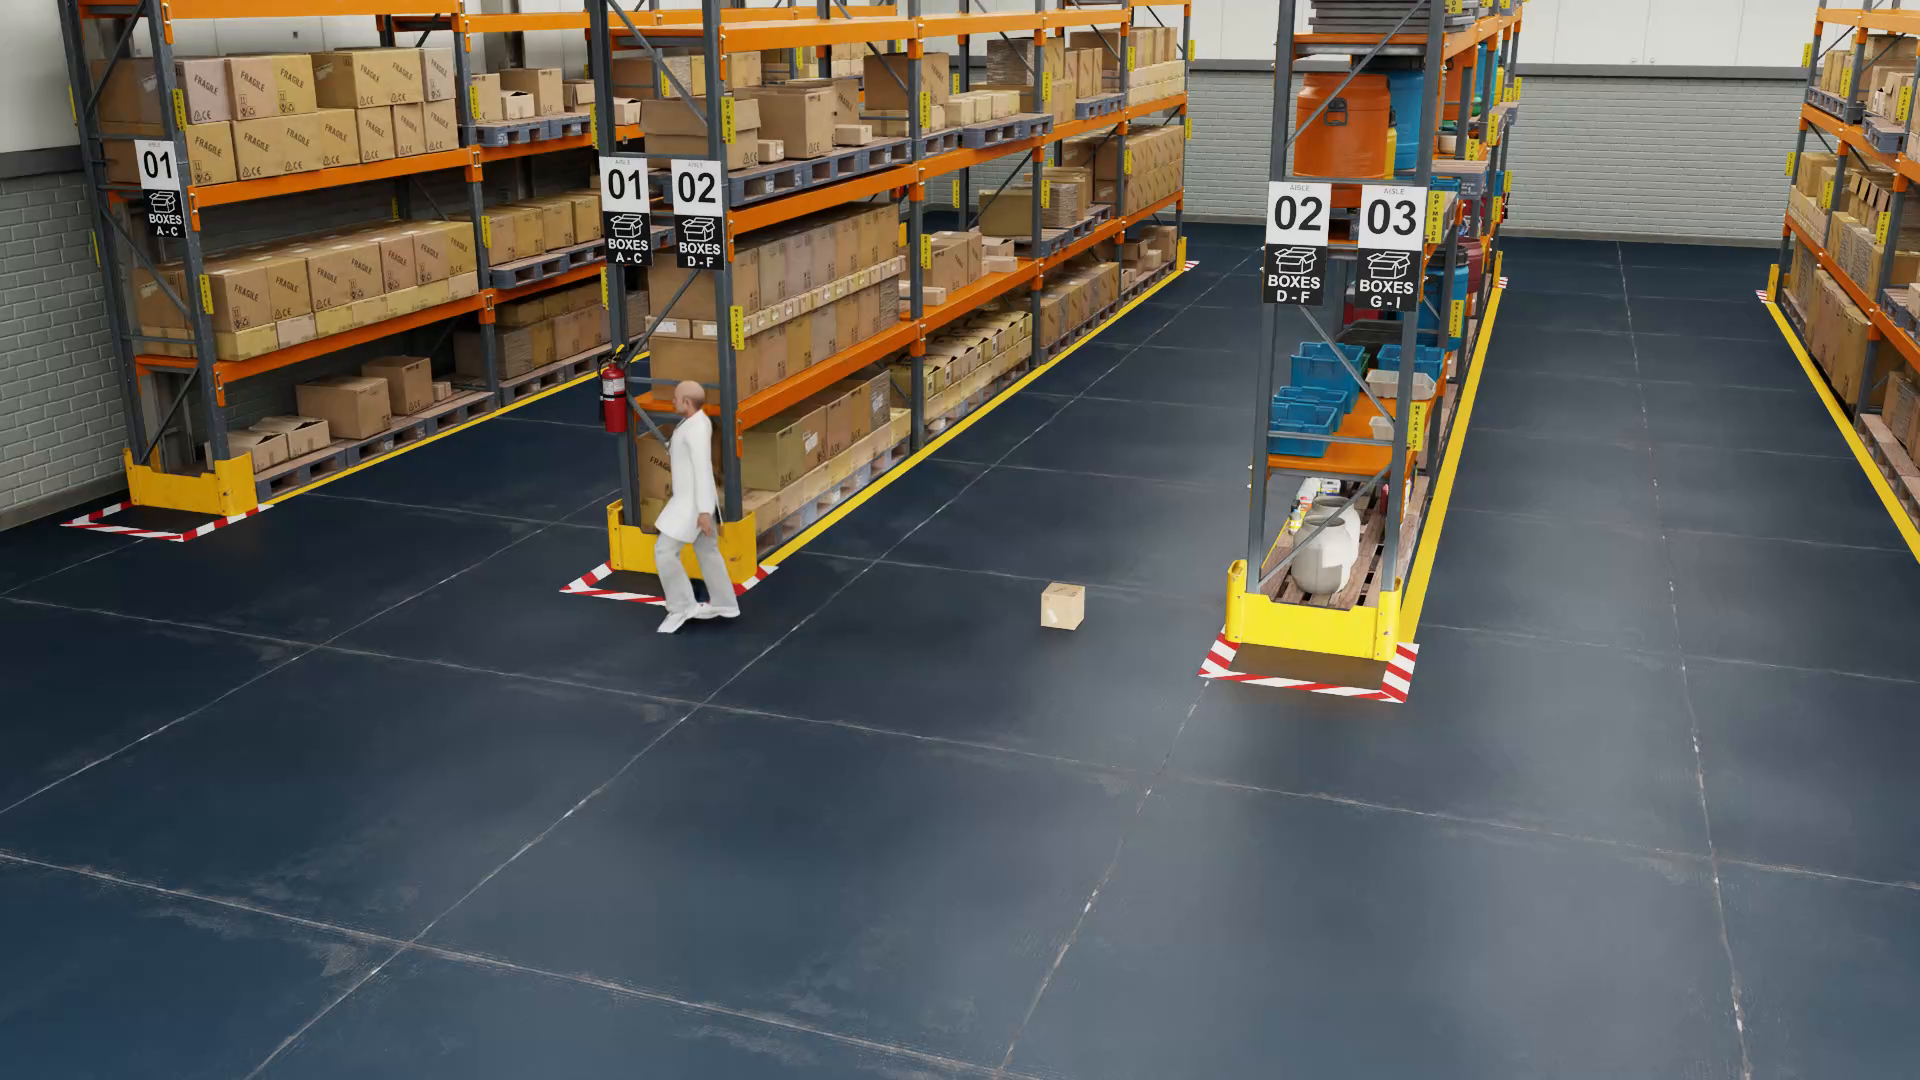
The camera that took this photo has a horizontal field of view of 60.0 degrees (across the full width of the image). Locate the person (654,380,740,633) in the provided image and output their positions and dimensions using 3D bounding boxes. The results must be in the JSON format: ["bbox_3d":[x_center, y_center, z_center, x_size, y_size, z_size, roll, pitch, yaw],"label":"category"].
[{"bbox_3d":[-1.891,-0.184,11.793,0.589,1.746,0.637,-1,18,-2],"label":"person"}]
